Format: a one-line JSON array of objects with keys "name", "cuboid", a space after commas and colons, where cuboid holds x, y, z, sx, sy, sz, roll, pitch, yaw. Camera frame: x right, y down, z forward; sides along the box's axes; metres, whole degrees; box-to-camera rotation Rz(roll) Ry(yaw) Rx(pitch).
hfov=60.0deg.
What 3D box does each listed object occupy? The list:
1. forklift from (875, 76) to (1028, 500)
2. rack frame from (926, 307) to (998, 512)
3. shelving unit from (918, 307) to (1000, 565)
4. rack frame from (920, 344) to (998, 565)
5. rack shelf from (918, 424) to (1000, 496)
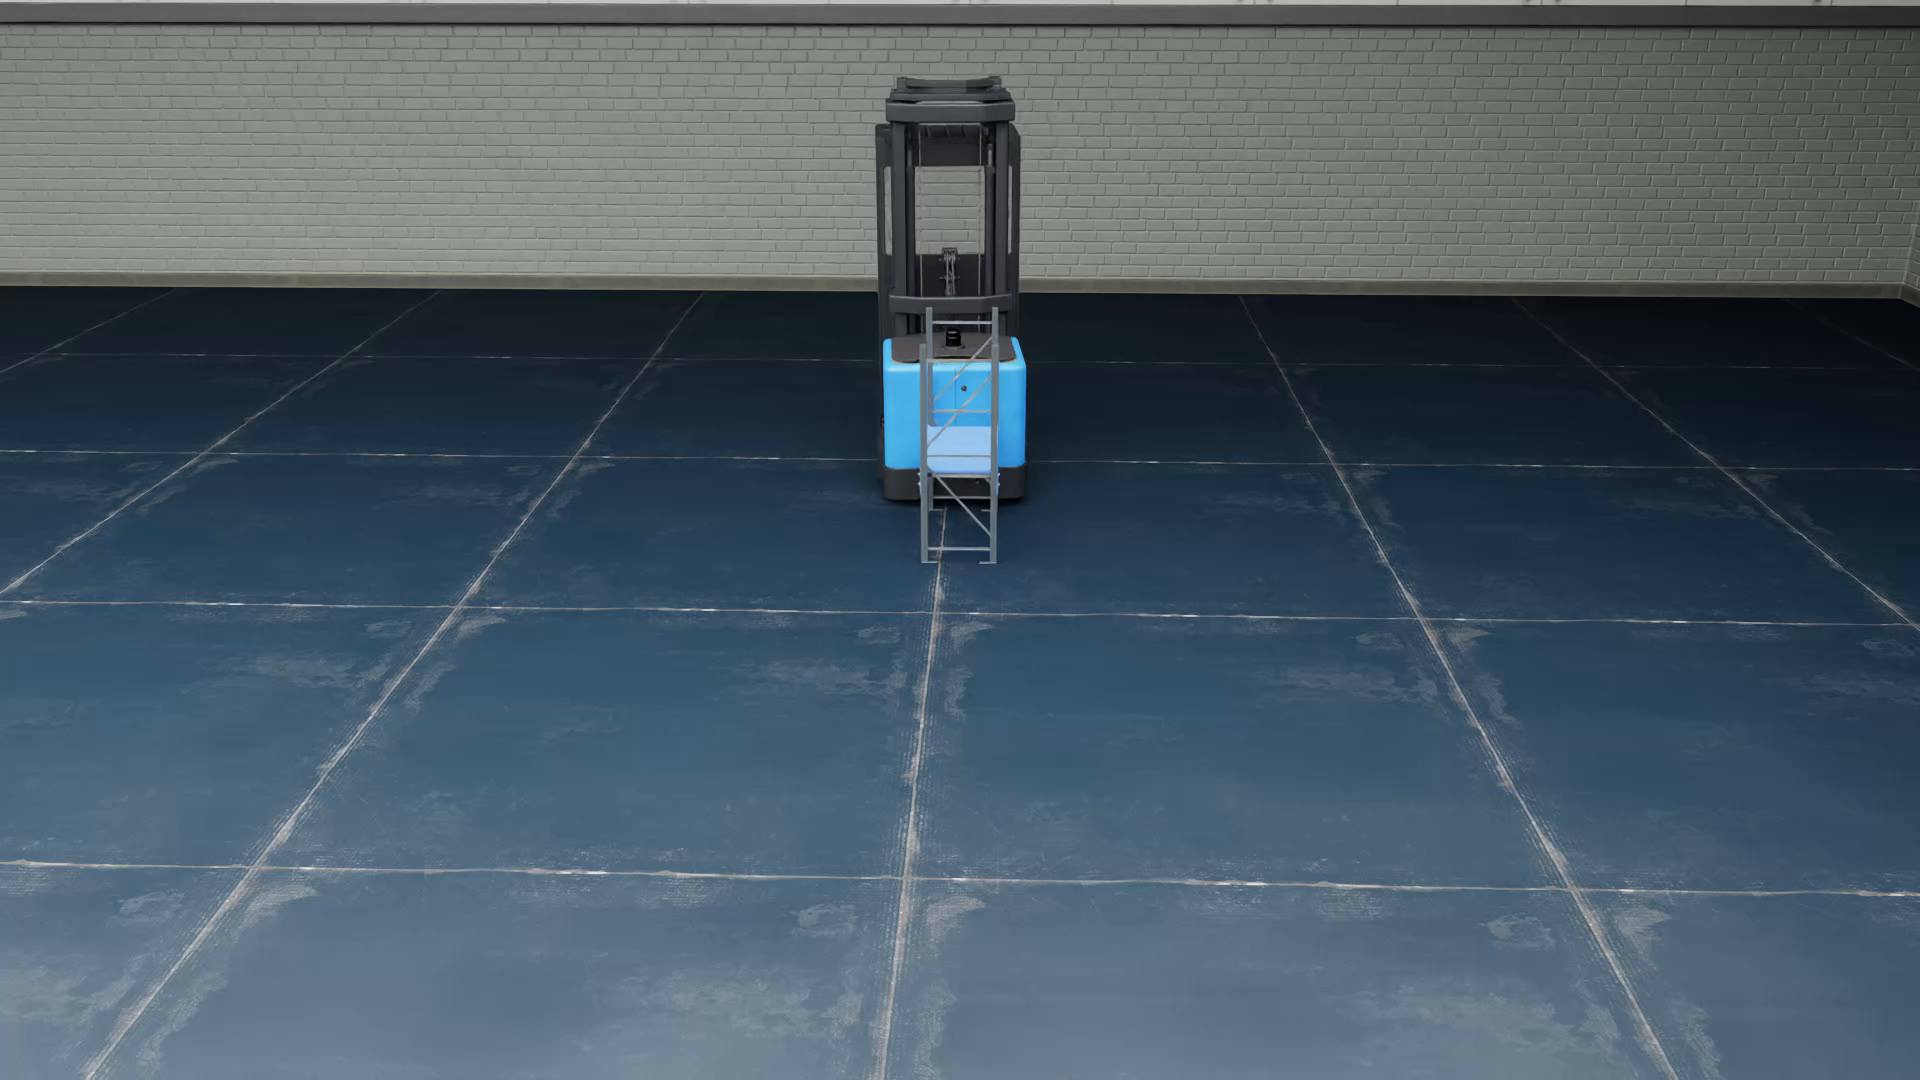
[{"name": "forklift", "cuboid": [-0.101, -2.142, 12.998, 1.130, 2.935, 3.031, -1, 21, -3]}, {"name": "rack frame", "cuboid": [0.015, -0.911, 11.803, 0.500, 1.500, 0.032, 0, 21, 1]}, {"name": "shelving unit", "cuboid": [0.004, -0.727, 11.329, 0.538, 1.500, 1.048, 0, 21, 1]}, {"name": "rack frame", "cuboid": [-0.007, -0.543, 10.855, 0.500, 1.500, 0.032, 0, 21, 1]}, {"name": "rack shelf", "cuboid": [0.004, -0.559, 11.394, 0.538, 0.185, 1.000, 0, 21, 1]}]
